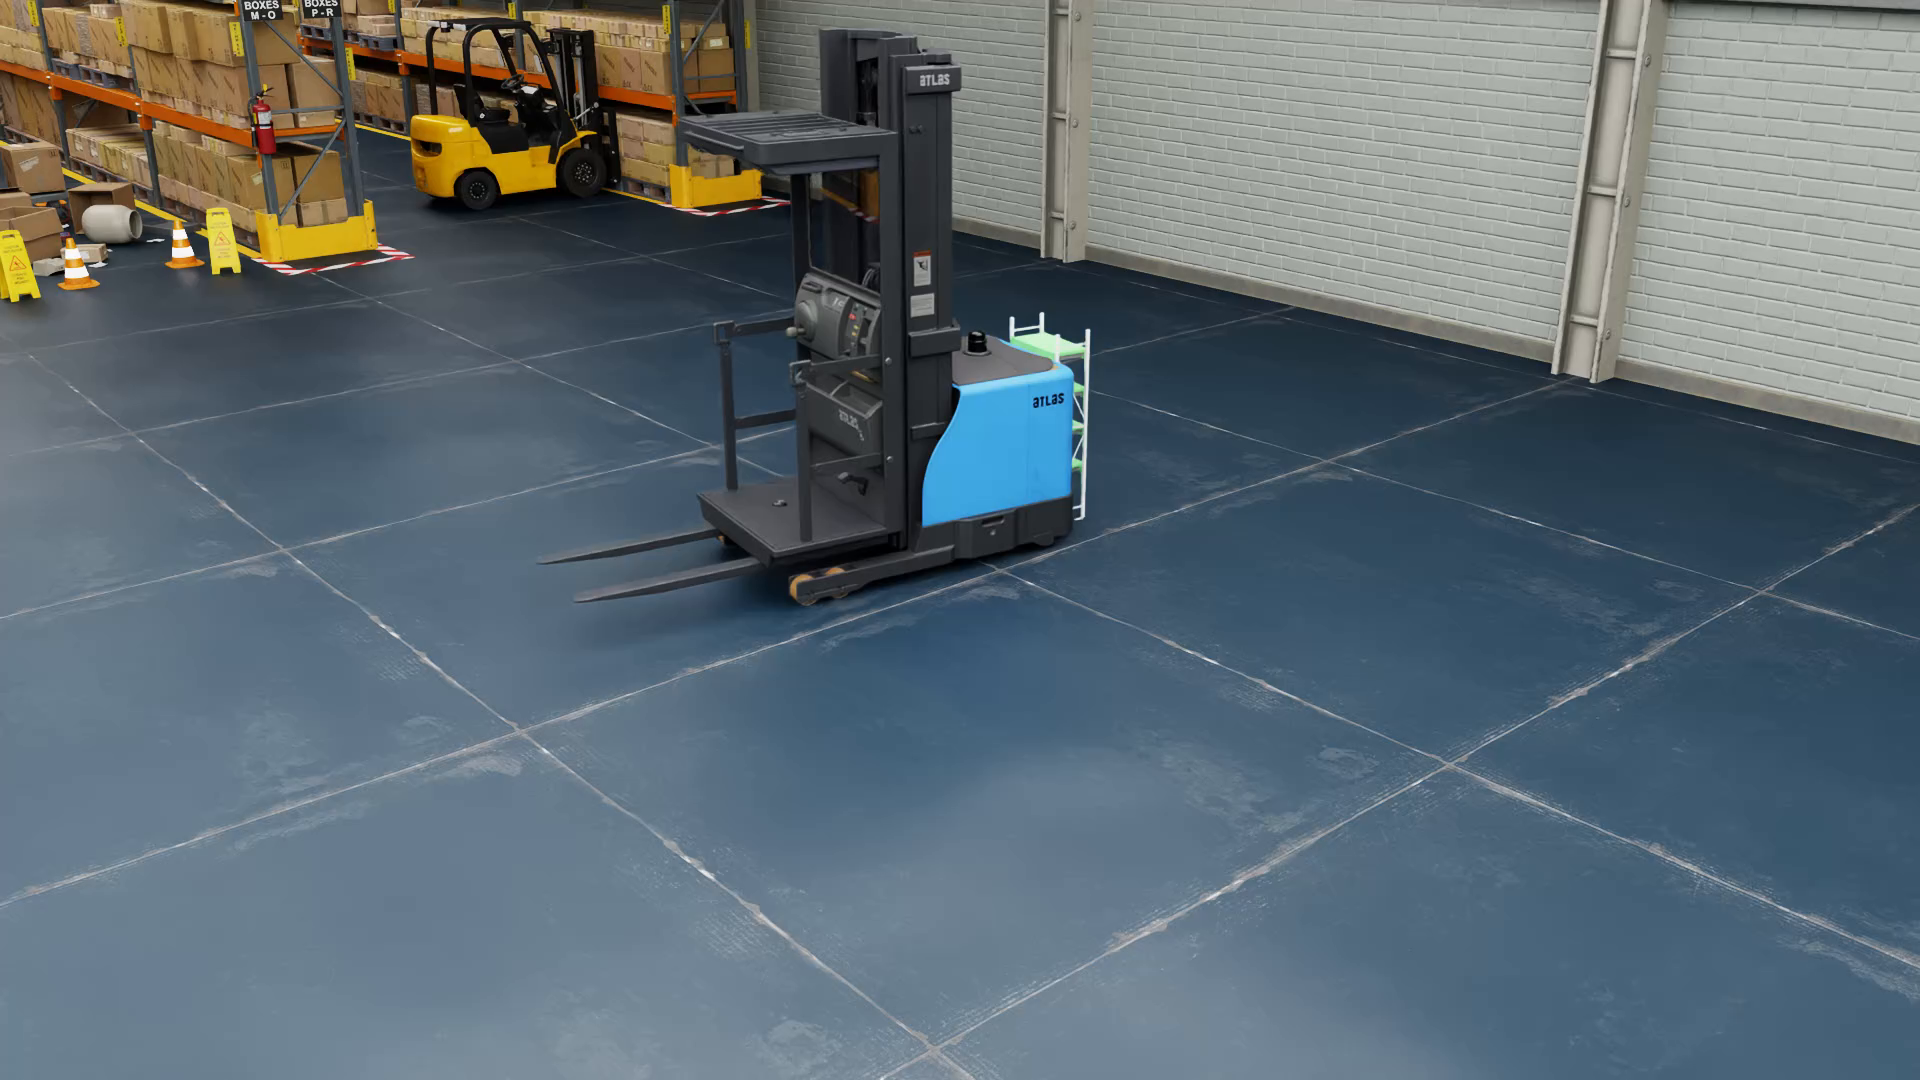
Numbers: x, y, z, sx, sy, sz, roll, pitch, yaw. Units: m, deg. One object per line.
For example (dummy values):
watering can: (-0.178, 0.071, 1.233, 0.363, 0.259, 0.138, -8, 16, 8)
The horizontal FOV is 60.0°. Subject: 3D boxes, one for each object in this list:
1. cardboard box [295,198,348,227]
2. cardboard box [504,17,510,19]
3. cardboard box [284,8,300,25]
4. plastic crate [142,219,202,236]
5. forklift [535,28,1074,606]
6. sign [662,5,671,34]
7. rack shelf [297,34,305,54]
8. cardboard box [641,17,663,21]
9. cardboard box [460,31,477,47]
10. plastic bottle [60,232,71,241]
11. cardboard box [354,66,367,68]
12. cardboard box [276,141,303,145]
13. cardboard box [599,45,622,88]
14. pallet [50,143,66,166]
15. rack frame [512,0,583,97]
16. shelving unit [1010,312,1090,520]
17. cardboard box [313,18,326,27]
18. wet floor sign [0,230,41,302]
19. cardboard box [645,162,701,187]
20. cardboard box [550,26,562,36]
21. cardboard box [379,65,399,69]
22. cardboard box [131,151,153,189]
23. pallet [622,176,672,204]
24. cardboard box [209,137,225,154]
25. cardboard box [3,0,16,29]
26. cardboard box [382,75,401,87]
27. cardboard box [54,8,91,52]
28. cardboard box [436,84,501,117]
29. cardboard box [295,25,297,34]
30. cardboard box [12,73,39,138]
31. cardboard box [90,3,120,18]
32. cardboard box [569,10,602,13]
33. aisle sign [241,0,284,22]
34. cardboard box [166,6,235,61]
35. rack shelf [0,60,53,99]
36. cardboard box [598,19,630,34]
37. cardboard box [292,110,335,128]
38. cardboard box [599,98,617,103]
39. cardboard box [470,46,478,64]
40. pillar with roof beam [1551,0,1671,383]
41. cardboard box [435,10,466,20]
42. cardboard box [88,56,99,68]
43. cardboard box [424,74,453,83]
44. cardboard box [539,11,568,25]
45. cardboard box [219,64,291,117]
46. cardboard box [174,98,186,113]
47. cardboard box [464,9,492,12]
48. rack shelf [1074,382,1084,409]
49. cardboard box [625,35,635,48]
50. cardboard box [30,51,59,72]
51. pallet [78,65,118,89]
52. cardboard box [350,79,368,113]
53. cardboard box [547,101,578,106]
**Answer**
cardboard box: (-7.124, -3.656, 18.401, 0.500, 0.250, 0.500, -18, 28, -38)
cardboard box: (-6.353, -7.277, 23.425, 0.380, 0.149, 0.250, -17, 27, -37)
cardboard box: (-11.399, -9.102, 28.907, 0.500, 0.250, 0.500, -17, 27, -36)
plastic crate: (-9.014, -3.569, 18.987, 0.583, 0.080, 0.402, 12, 24, 27)
forklift: (-0.856, -1.227, 9.098, 3.031, 2.935, 1.130, -12, 25, -29)
sign: (-3.469, -6.159, 19.684, 0.100, 0.325, 0.005, -17, 27, -37)
rack shelf: (-12.187, -9.168, 30.265, 1.077, 0.370, 4.000, -17, 27, -37)
cardboard box: (-3.872, -6.651, 21.416, 0.380, 0.149, 0.250, -18, 28, -39)
cardboard box: (-6.844, -7.261, 23.930, 0.500, 0.250, 0.500, -17, 27, -36)
plastic bottle: (-9.996, -3.386, 18.546, 0.133, 0.061, 0.283, -12, 25, -28)
cardboard box: (-10.109, -7.845, 27.863, 0.380, 0.149, 0.250, -18, 27, -38)
cardboard box: (-7.805, -4.296, 19.005, 0.500, 0.500, 0.500, -17, 27, -36)
cardboard box: (-4.235, -6.042, 21.161, 0.500, 0.500, 0.500, -18, 28, -38)
pallet: (-12.486, -5.600, 23.993, 1.003, 0.211, 1.213, -17, 27, -37)
rack frame: (-5.660, -6.740, 23.080, 1.000, 3.000, 0.127, -17, 27, -37)
shelving unit: (0.540, -0.748, 10.249, 0.258, 1.200, 0.503, -13, 25, -29)
cardboard box: (-10.397, -8.863, 27.786, 0.700, 0.500, 0.500, -17, 27, -37)
wet floor sign: (-8.972, -2.613, 15.771, 0.232, 0.644, 0.267, 17, 27, 36)
cardboard box: (-3.595, -4.605, 20.823, 0.500, 0.250, 0.500, -17, 27, -37)
cardboard box: (-5.185, -6.716, 21.991, 0.380, 0.149, 0.250, -17, 27, -36)
cardboard box: (-9.546, -7.904, 28.013, 0.380, 0.149, 0.250, -17, 27, -37)
cardboard box: (-9.762, -4.674, 20.832, 0.950, 0.372, 0.625, -17, 27, -37)
pallet: (-3.580, -4.538, 21.281, 1.003, 0.211, 1.213, -17, 27, -37)
cardboard box: (-7.979, -4.334, 18.213, 0.380, 0.149, 0.250, -17, 27, -37)
cardboard box: (-13.224, -7.534, 23.598, 0.500, 0.500, 0.500, -17, 27, -37)
cardboard box: (-8.987, -7.323, 26.531, 0.380, 0.149, 0.250, -19, 28, -40)
cardboard box: (-11.565, -6.722, 21.912, 0.500, 0.500, 0.500, -16, 26, -35)
cardboard box: (-7.441, -6.581, 25.354, 0.875, 0.625, 0.625, -16, 27, -36)
cardboard box: (-11.467, -8.928, 29.011, 0.380, 0.149, 0.250, -17, 27, -36)
cardboard box: (-13.579, -6.574, 24.993, 0.875, 0.875, 0.875, -16, 27, -36)
cardboard box: (-10.546, -6.571, 20.639, 0.380, 0.149, 0.250, -19, 28, -40)
cardboard box: (-5.090, -7.132, 22.645, 0.380, 0.149, 0.250, -18, 28, -39)
aisle sign: (-6.986, -5.577, 16.545, 0.394, 0.787, 0.004, -17, 27, -37)
cardboard box: (-8.041, -5.450, 17.870, 0.700, 0.500, 0.500, -18, 28, -38)
rack shelf: (-13.334, -6.880, 24.424, 1.077, 0.370, 4.000, -17, 27, -37)
cardboard box: (-4.351, -6.500, 21.032, 0.380, 0.149, 0.250, -17, 27, -36)
cardboard box: (-6.871, -4.479, 17.650, 0.380, 0.149, 0.250, -17, 27, -37)
cardboard box: (-4.850, -5.895, 22.745, 0.500, 0.250, 0.500, -18, 28, -38)
cardboard box: (-6.820, -7.029, 24.024, 0.500, 0.250, 0.500, -17, 27, -37)
pillar with roof beam: (1.751, -4.495, 9.122, 9.100, 9.000, 0.400, -17, 27, -37)
cardboard box: (-7.556, -7.766, 24.672, 0.380, 0.149, 0.250, -17, 27, -37)
cardboard box: (-10.939, -6.149, 21.339, 0.380, 0.149, 0.250, -16, 27, -36)
cardboard box: (-8.375, -7.397, 26.720, 0.380, 0.149, 0.250, -16, 26, -35)
cardboard box: (-5.424, -7.022, 22.365, 0.380, 0.149, 0.250, -17, 27, -37)
cardboard box: (-7.370, -4.722, 17.382, 0.500, 0.500, 0.500, -18, 28, -38)
cardboard box: (-8.627, -4.922, 18.781, 0.380, 0.149, 0.250, -17, 27, -37)
cardboard box: (-7.202, -7.879, 24.960, 0.380, 0.149, 0.250, -18, 27, -38)
rack shelf: (0.540, -0.912, 10.185, 0.258, 0.148, 0.480, -13, 25, -29)
cardboard box: (-3.953, -6.234, 20.760, 0.380, 0.149, 0.250, -18, 27, -38)
cardboard box: (-12.555, -6.671, 23.108, 0.500, 0.250, 0.500, -19, 28, -39)
pallet: (-10.705, -6.036, 21.546, 1.003, 0.211, 1.213, -17, 27, -37)
cardboard box: (-9.725, -7.366, 27.530, 0.500, 0.500, 0.500, -19, 28, -39)
cardboard box: (-5.255, -5.769, 22.424, 0.500, 0.250, 0.500, -17, 27, -37)
